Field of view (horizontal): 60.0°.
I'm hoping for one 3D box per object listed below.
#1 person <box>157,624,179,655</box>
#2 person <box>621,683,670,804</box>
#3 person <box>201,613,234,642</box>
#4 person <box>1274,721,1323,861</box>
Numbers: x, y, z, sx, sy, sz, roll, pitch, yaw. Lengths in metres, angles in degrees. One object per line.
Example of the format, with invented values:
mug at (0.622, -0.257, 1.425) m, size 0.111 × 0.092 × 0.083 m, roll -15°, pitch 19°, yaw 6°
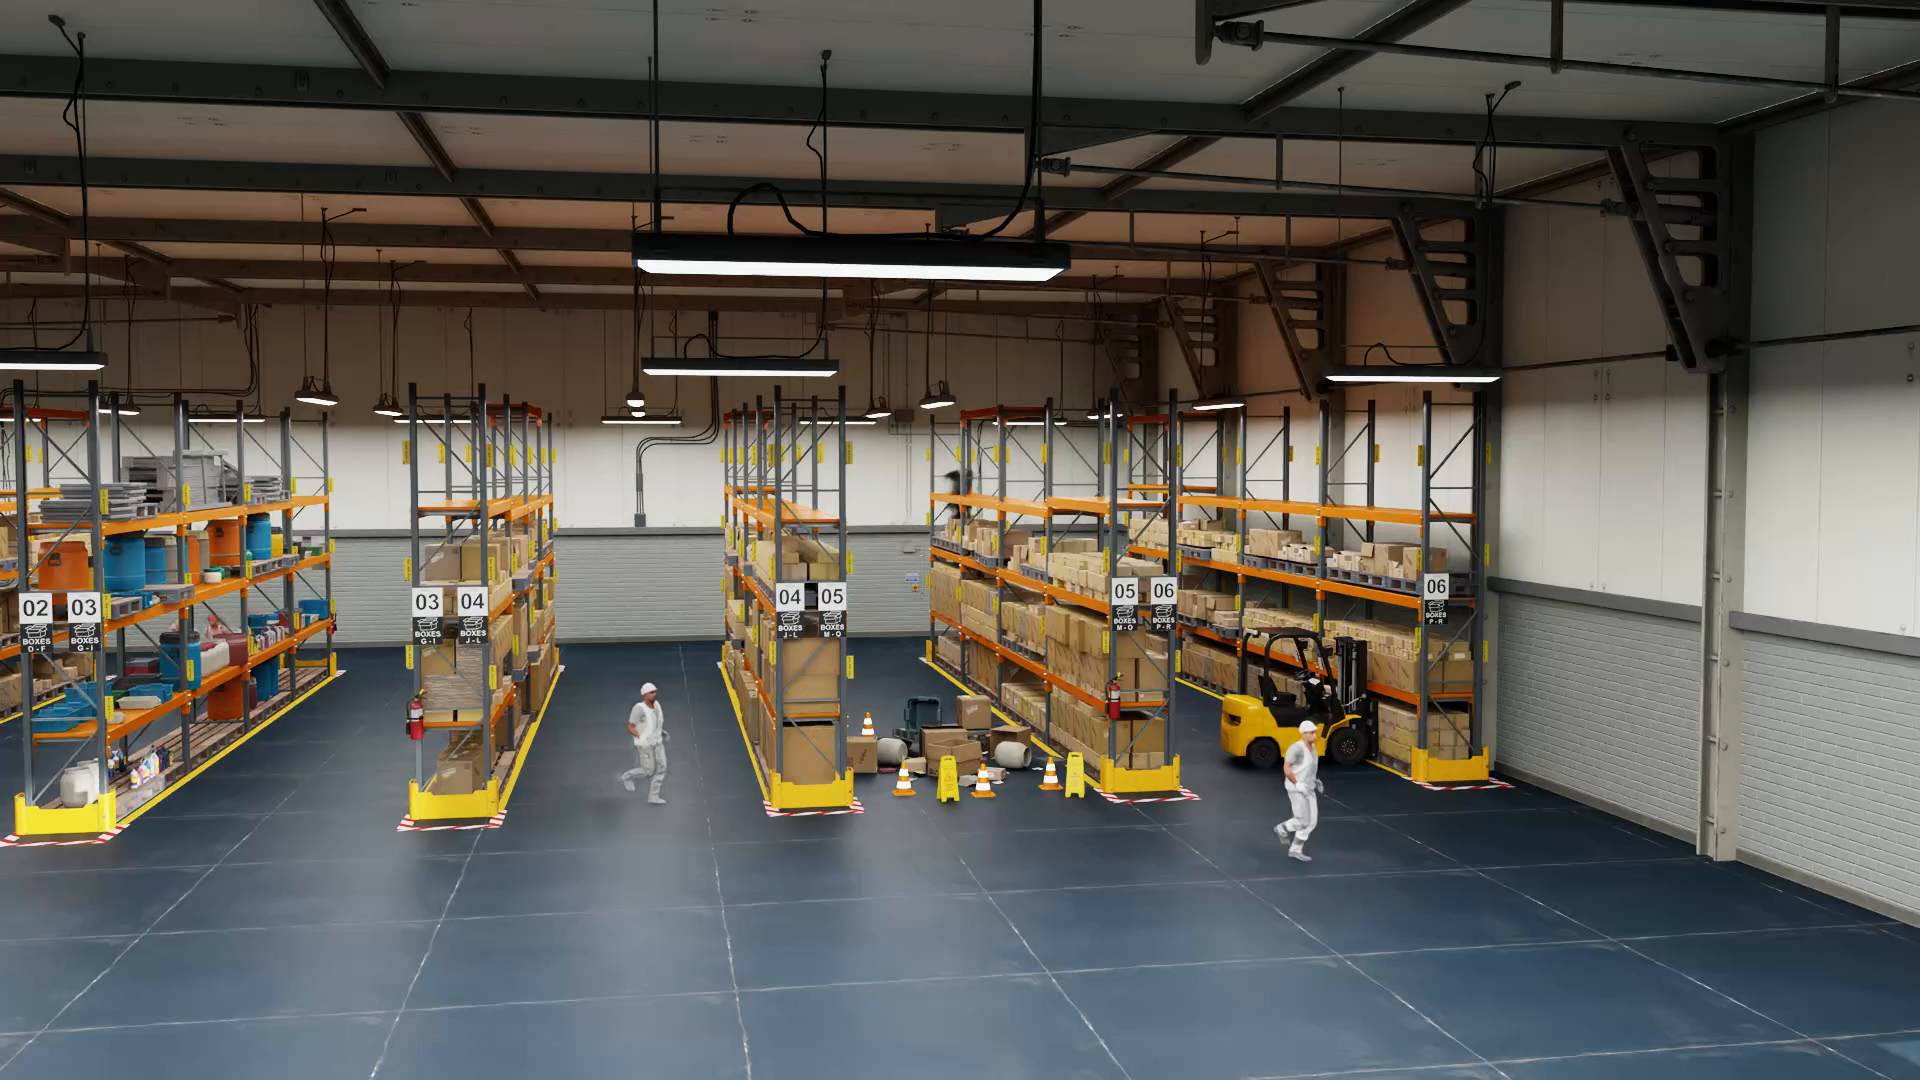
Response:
person at (-15.806, 2.486, 33.585) m, size 0.757 × 1.645 × 0.818 m, roll -2°, pitch 4°, yaw -40°
person at (-4.524, 2.926, 23.974) m, size 0.711 × 1.736 × 0.693 m, roll 2°, pitch 3°, yaw 29°
person at (-15.422, 2.368, 34.623) m, size 0.620 × 1.724 × 0.972 m, roll 0°, pitch 3°, yaw 7°
person at (4.178, 3.096, 20.696) m, size 0.652 × 1.737 × 0.629 m, roll -3°, pitch 4°, yaw -43°
